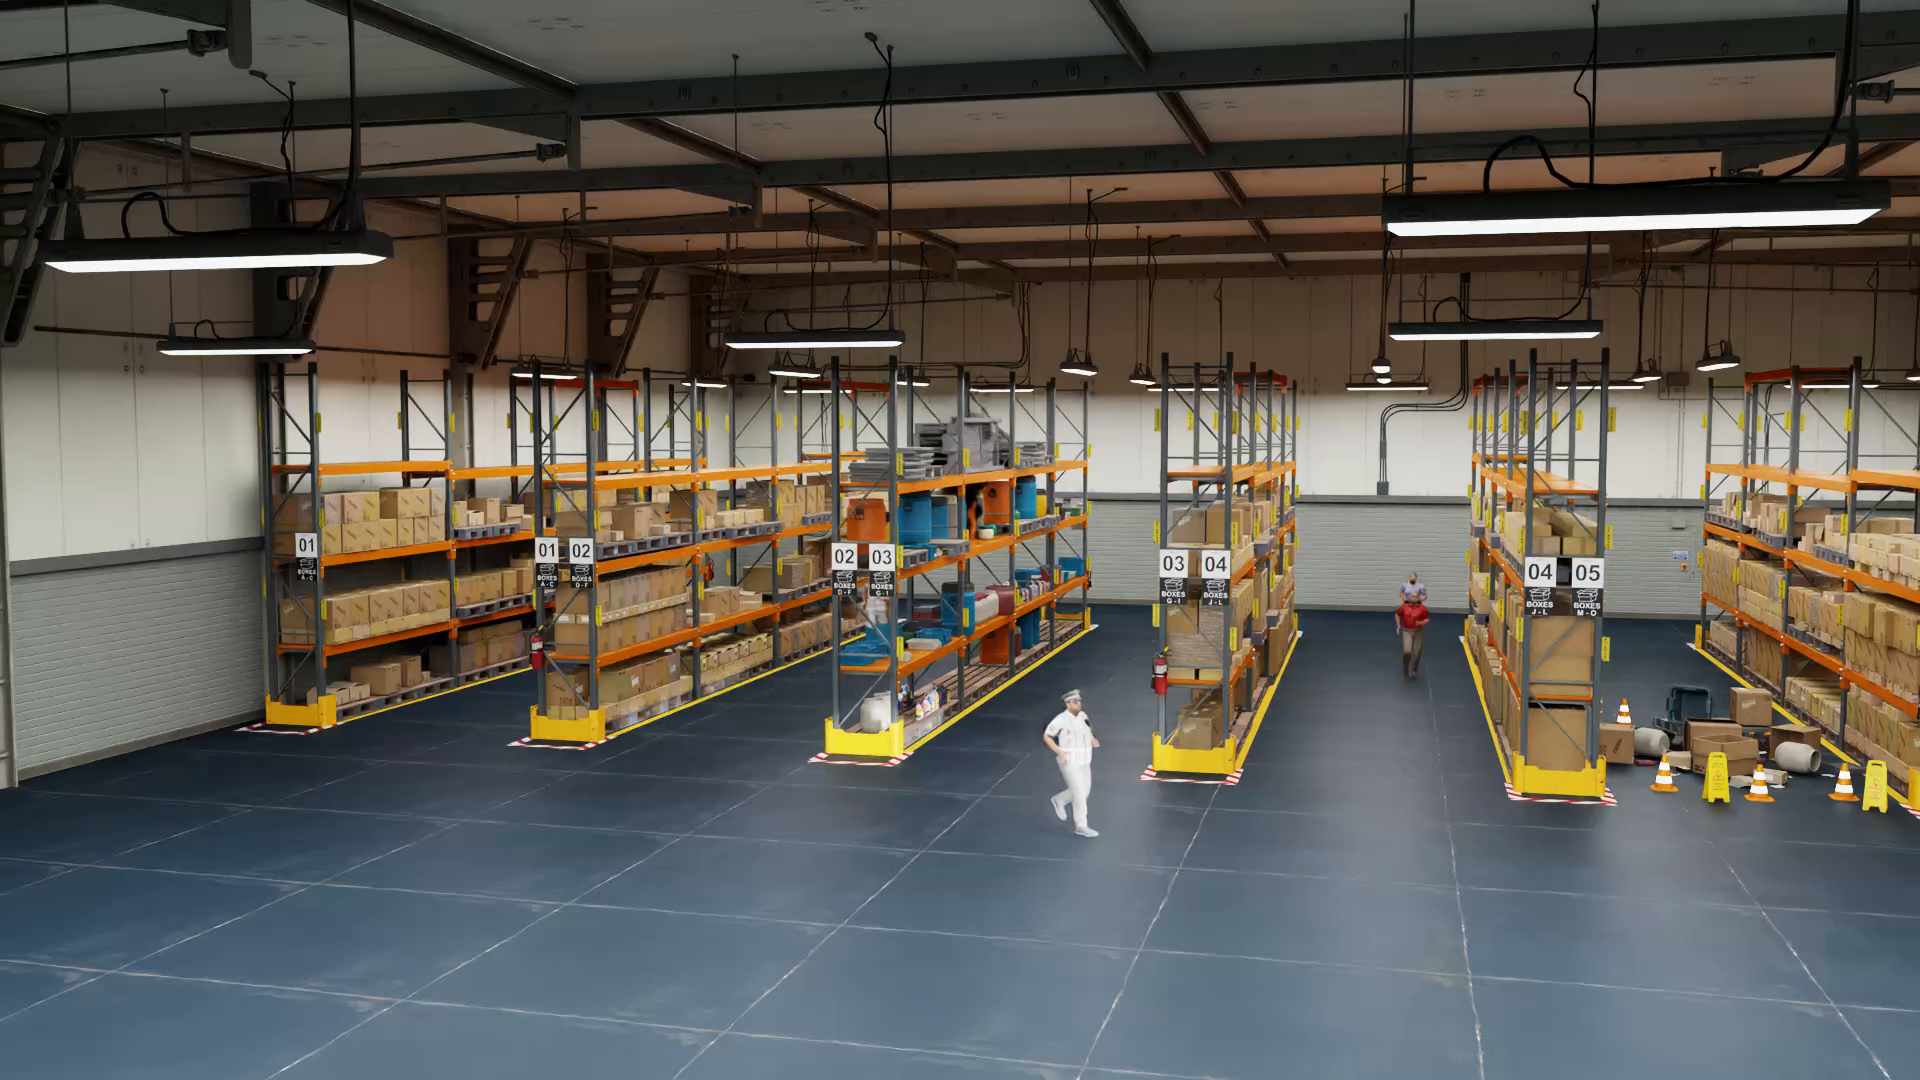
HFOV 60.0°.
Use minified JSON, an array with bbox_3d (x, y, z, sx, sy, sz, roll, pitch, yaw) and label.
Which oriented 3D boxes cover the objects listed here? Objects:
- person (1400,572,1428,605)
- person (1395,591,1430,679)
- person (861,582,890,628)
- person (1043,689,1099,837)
[{"bbox_3d":[10.219,1.569,37.462,0.619,1.667,0.814,1,4,18],"label":"person"},{"bbox_3d":[8.834,1.869,32.452,0.637,1.716,0.678,1,4,10],"label":"person"},{"bbox_3d":[-1.671,1.478,33.212,0.650,1.867,0.777,0,4,4],"label":"person"},{"bbox_3d":[1.385,2.694,20.321,0.676,1.746,0.873,-4,5,-42],"label":"person"}]
